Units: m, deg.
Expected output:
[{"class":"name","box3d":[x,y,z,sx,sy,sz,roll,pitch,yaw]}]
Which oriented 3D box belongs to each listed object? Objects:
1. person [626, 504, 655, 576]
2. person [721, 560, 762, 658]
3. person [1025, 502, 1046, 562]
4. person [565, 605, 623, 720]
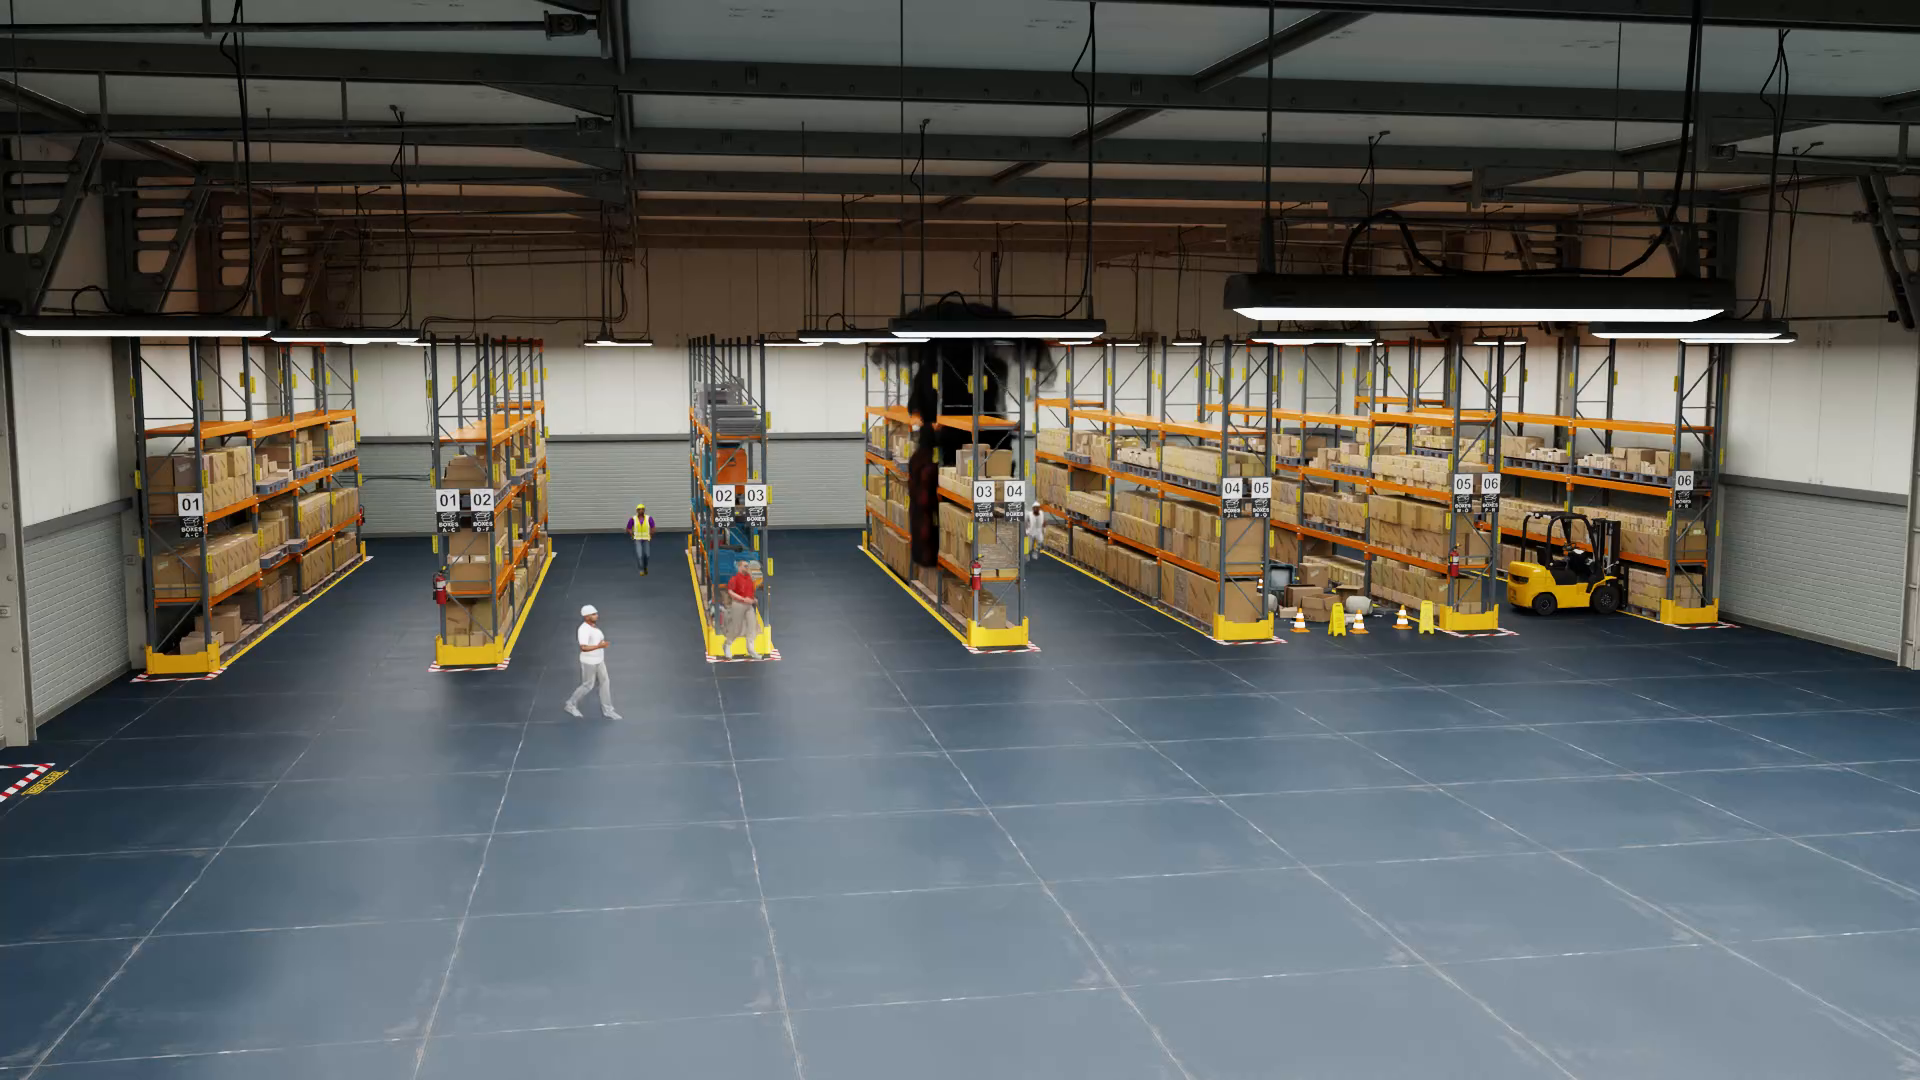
[{"class":"person","box3d":[-7.643,0.007,39.917,0.696,1.735,0.558,-2,7,-16]},{"class":"person","box3d":[-3.893,1.241,29.717,0.804,1.774,0.688,4,8,32]},{"class":"person","box3d":[1.954,-0.198,43.596,0.706,1.618,0.895,-2,7,-15]},{"class":"person","box3d":[-5.664,1.893,25.592,0.891,1.788,0.672,1,7,10]}]
